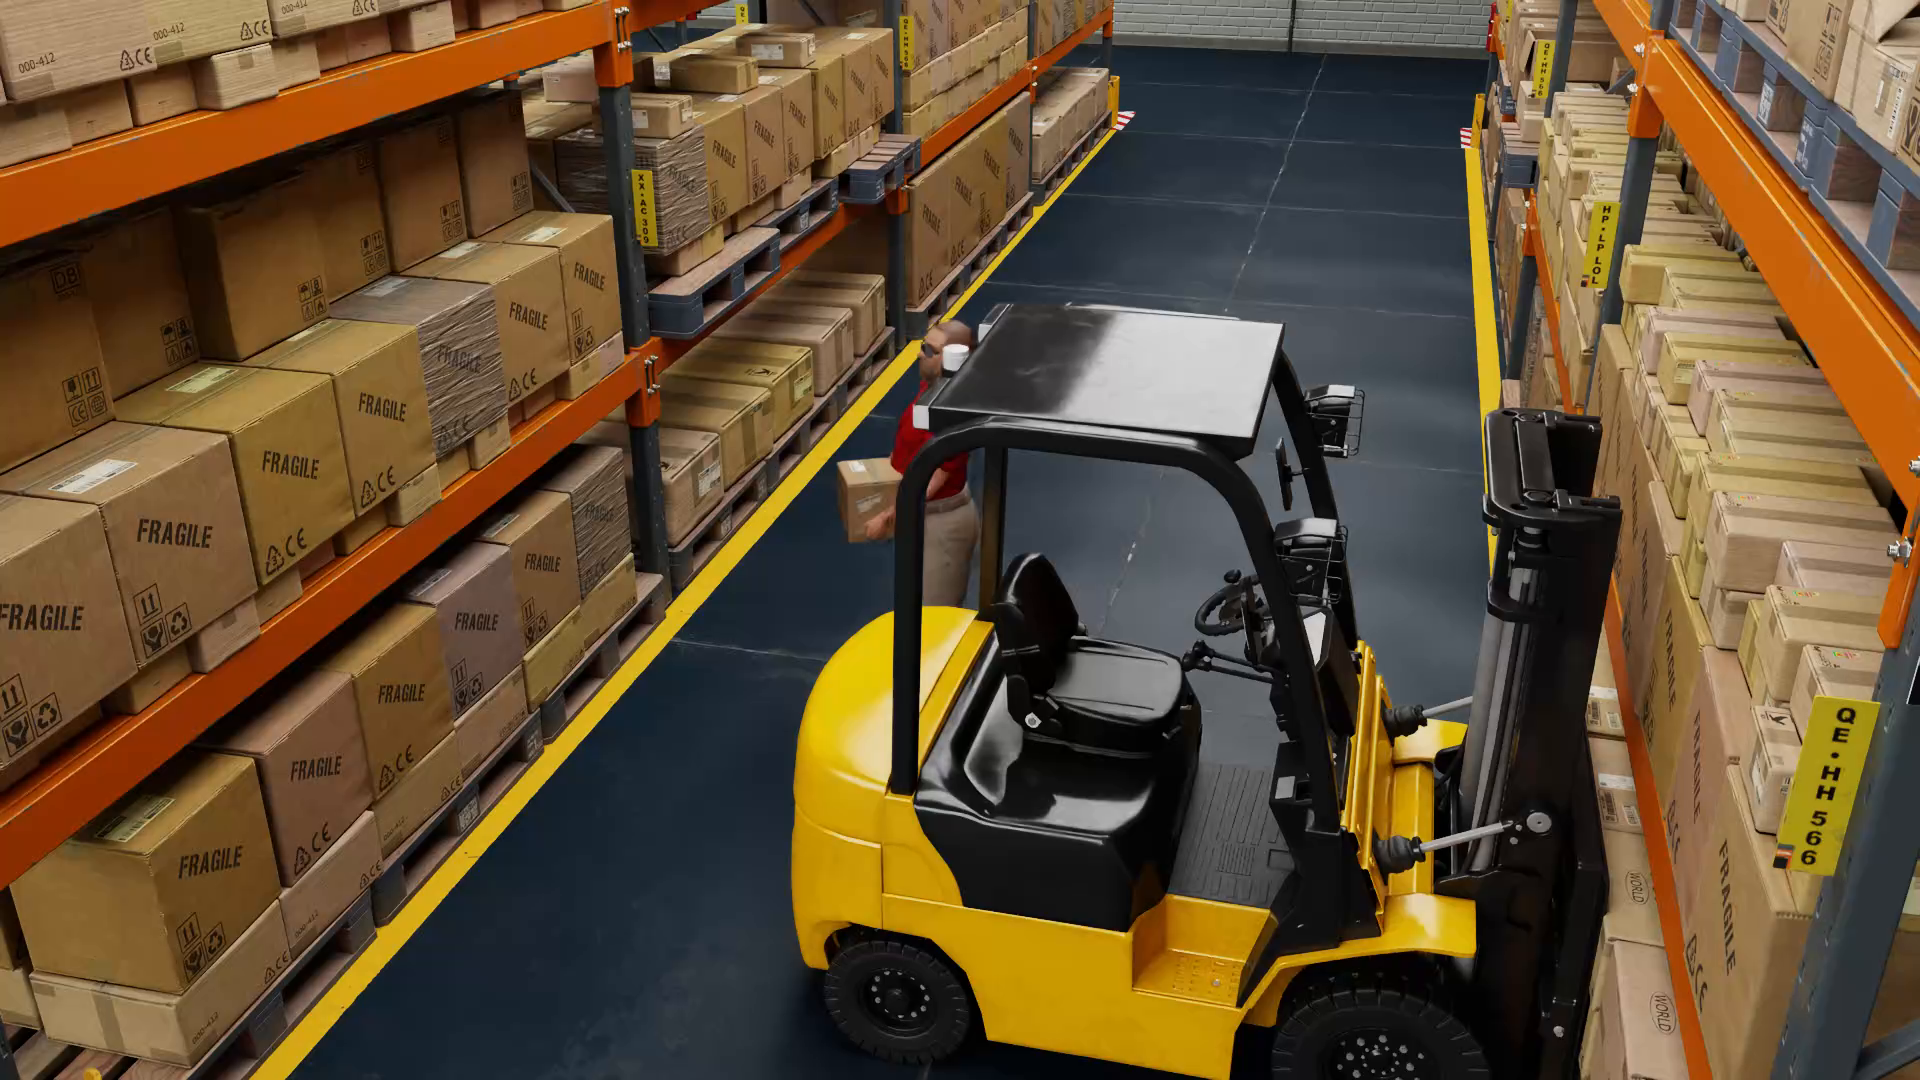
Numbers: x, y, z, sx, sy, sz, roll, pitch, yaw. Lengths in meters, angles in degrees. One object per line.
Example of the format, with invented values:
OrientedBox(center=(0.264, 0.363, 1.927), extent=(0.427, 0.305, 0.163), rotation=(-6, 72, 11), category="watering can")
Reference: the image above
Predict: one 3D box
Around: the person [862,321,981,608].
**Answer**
OrientedBox(center=(-0.190, -0.052, 6.743), extent=(0.529, 1.720, 0.499), rotation=(-5, 26, -11), category="person")
